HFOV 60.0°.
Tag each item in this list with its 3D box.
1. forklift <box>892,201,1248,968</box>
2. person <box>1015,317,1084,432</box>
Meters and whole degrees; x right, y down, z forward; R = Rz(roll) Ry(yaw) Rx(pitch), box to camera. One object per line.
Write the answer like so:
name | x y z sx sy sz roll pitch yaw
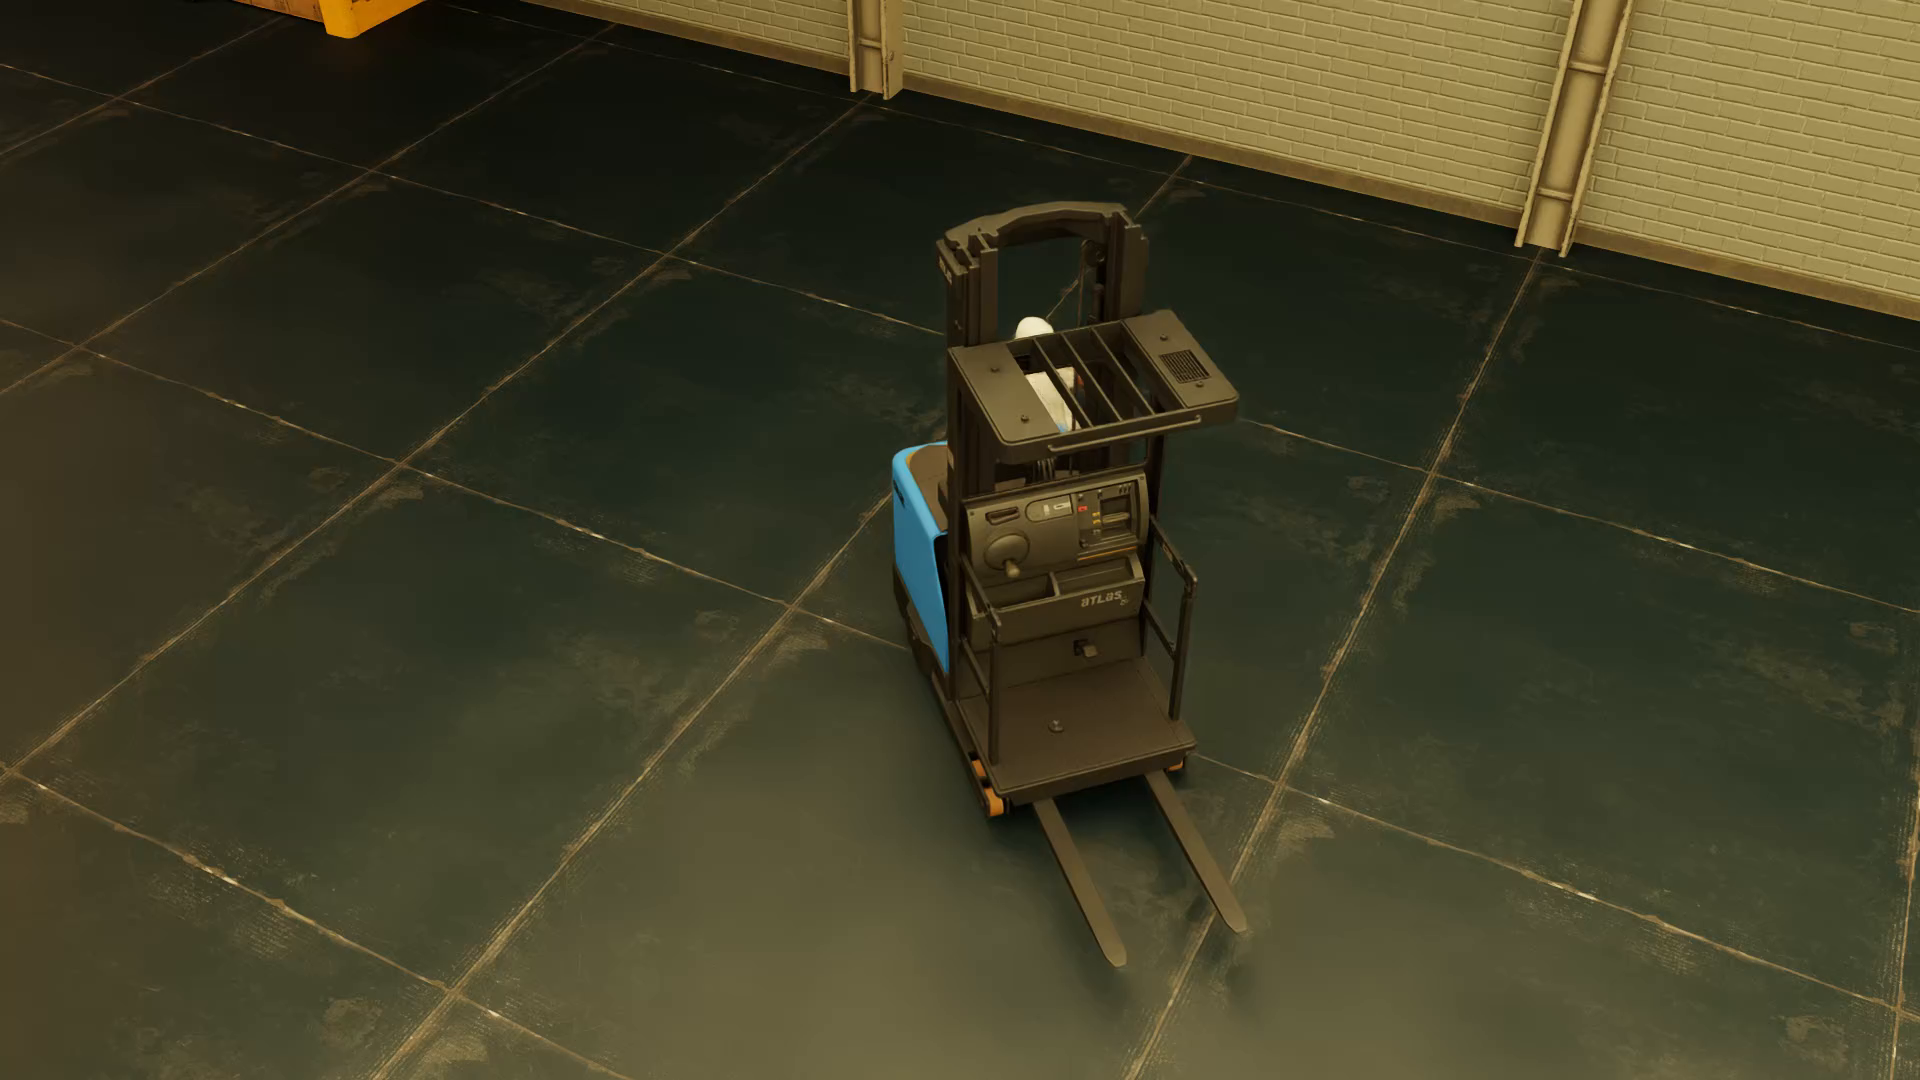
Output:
forklift | 0.552 0.009 7.976 1.130 2.935 3.031 -12 42 -14
person | 0.588 -0.564 9.694 0.751 1.609 0.813 31 49 31
